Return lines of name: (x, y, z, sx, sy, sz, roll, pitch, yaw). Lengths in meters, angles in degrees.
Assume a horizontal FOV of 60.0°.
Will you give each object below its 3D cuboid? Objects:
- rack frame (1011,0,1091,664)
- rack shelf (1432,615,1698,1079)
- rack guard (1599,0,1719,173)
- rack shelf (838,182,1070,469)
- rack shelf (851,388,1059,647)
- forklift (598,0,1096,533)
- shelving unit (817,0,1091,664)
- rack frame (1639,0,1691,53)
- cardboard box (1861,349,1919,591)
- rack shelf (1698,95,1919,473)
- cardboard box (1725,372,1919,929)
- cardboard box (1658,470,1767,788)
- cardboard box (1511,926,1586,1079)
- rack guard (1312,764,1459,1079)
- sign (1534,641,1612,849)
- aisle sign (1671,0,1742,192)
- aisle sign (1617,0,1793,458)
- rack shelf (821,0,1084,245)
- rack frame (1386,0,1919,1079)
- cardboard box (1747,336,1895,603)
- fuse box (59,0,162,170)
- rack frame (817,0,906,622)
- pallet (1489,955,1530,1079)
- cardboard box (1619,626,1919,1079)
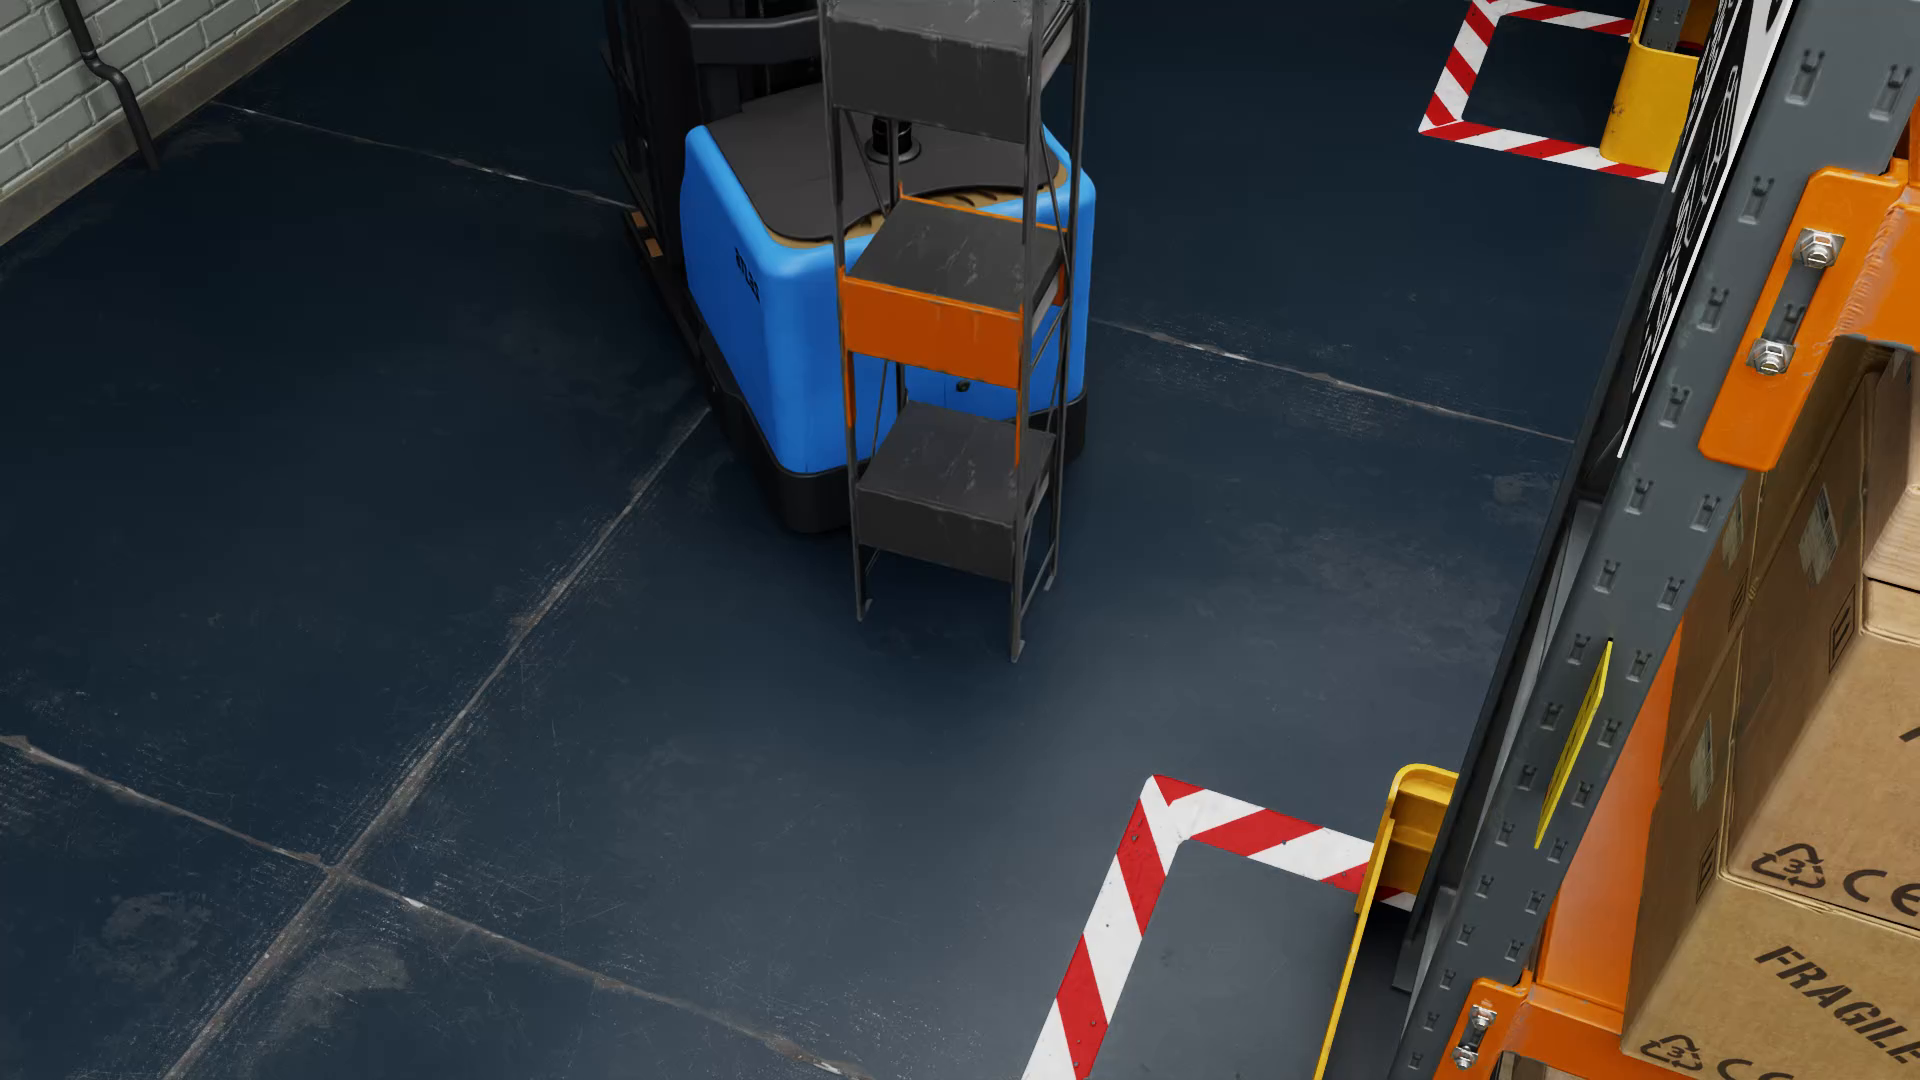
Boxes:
rack frame: (0.225, -0.513, 4.277, 0.015, 2.100, 0.400, 14, 47, 14)
rack shelf: (2.866, 1.047, 2.581, 4.000, 0.370, 1.077, 16, 47, 16)
rack guard: (2.998, -2.077, 6.983, 0.348, 0.500, 1.175, 16, 47, 16)
rack shelf: (-0.004, -0.563, 4.346, 0.480, 0.518, 0.431, 14, 47, 14)
rack shelf: (-0.004, -0.066, 4.840, 0.480, 0.518, 0.431, 14, 47, 14)
forklift: (-0.632, -2.112, 5.294, 1.130, 2.935, 3.031, -17, 47, -16)
shelving unit: (-0.004, -0.572, 4.336, 0.503, 2.100, 0.431, 14, 47, 14)
rack frame: (2.928, -2.983, 6.122, 0.127, 3.000, 1.000, 16, 47, 16)
cardboard box: (1.242, -0.094, 1.979, 0.250, 0.149, 0.380, 17, 47, 17)
rack shelf: (2.866, -0.016, 1.523, 4.000, 0.370, 1.077, 16, 47, 16)
cardboard box: (1.354, 0.175, 2.168, 0.500, 0.500, 0.500, 15, 47, 15)
cardboard box: (1.568, 0.172, 2.880, 0.500, 0.500, 0.500, 17, 47, 16)
cardboard box: (1.668, 1.122, 3.514, 0.875, 0.438, 0.875, 15, 47, 15)
rack guard: (0.998, 1.128, 3.761, 0.348, 0.500, 1.175, 16, 47, 16)
sign: (0.801, 0.273, 2.179, 0.005, 0.325, 0.100, 16, 47, 16)
aisle sign: (1.074, -0.894, 2.179, 0.004, 0.787, 0.394, 16, 47, 16)
aisle sign: (0.843, -0.504, 1.786, 0.004, 0.787, 0.394, 16, 47, 16)
rack shelf: (-0.004, -1.059, 3.852, 0.480, 0.518, 0.431, 14, 47, 14)
rack frame: (1.021, 0.249, 2.873, 0.127, 3.000, 1.000, 16, 47, 16)
cardboard box: (1.557, -0.165, 2.510, 0.500, 0.500, 0.500, 18, 48, 17)
fuse box: (-3.249, -2.138, 6.186, 0.414, 1.711, 0.539, 16, 47, 16)
rack frame: (-0.234, -0.631, 4.396, 0.015, 2.100, 0.400, 14, 47, 14)
pallet: (1.789, 1.404, 3.690, 1.213, 0.211, 1.003, 16, 47, 16)
cardboard box: (1.353, 0.531, 2.519, 0.500, 0.500, 0.500, 16, 47, 16)
